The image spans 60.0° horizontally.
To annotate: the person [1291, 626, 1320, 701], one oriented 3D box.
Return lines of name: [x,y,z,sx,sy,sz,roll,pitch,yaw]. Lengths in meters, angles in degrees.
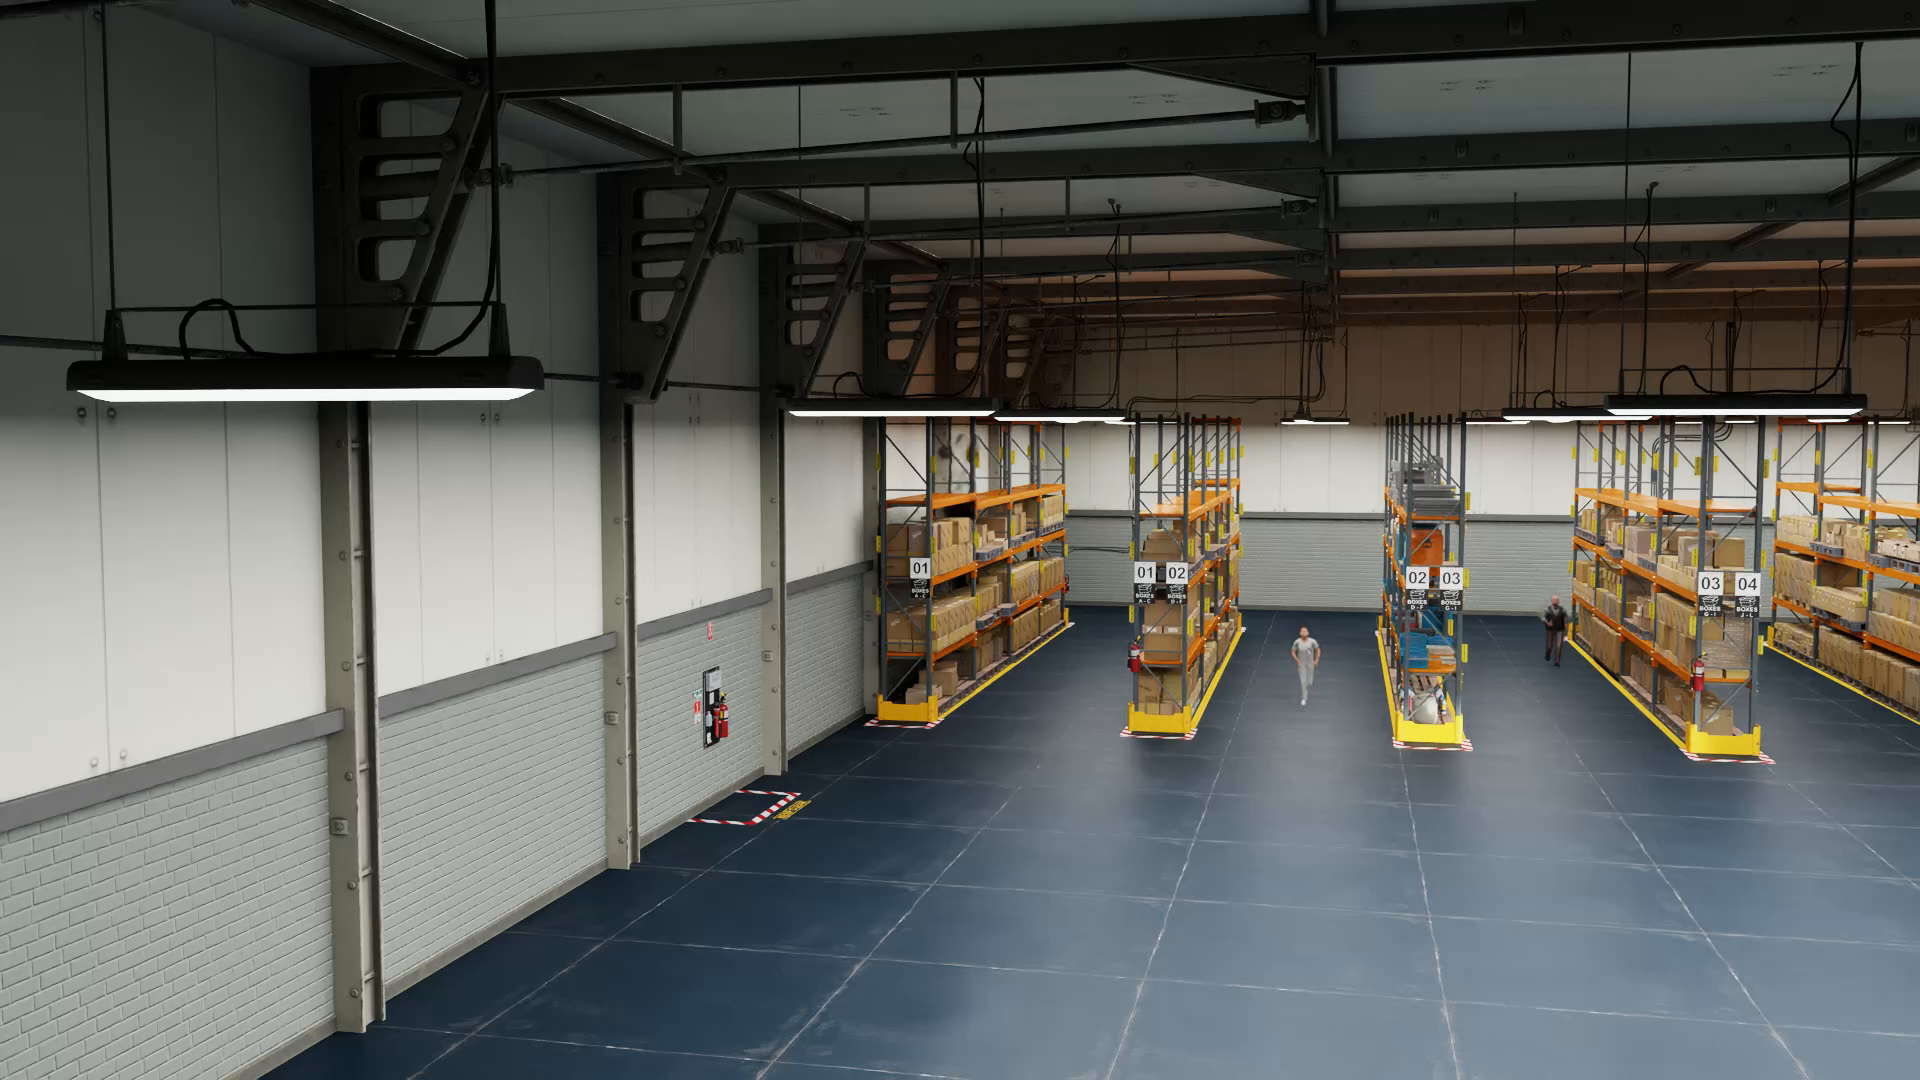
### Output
person: [7.138,2.561,34.358,0.579,1.572,0.578,1,4,11]

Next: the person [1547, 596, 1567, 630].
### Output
person: [14.274,1.755,39.754,0.534,0.802,0.452,1,4,11]
